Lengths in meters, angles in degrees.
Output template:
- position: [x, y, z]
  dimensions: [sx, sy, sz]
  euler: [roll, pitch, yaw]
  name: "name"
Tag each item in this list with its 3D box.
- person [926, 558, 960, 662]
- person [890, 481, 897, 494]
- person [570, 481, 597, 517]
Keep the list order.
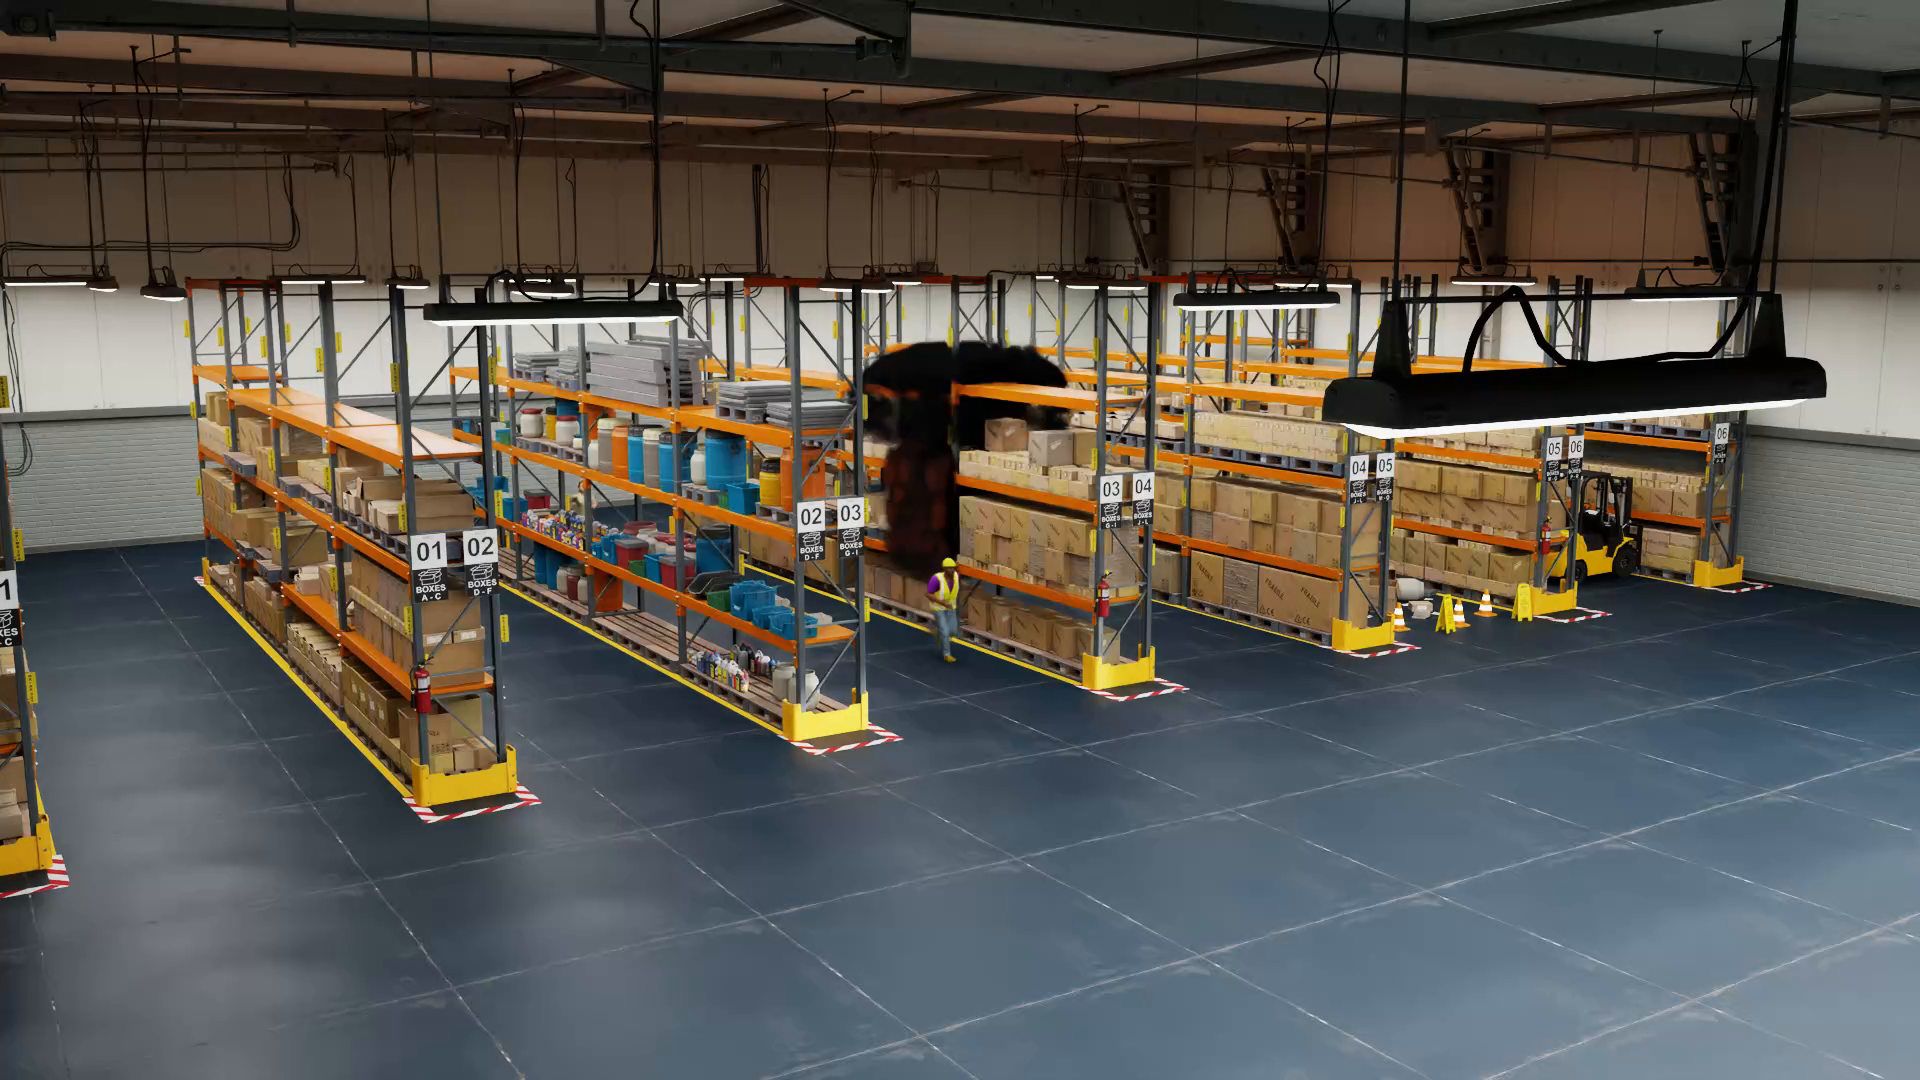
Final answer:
- position: [-0.259, 1.097, 26.431]
  dimensions: [0.685, 1.704, 0.749]
  euler: [-5, 11, -28]
  name: "person"
- position: [-1.608, -1.493, 41.980]
  dimensions: [0.768, 1.703, 0.617]
  euler: [1, 10, 5]
  name: "person"
- position: [-8.014, -0.424, 35.488]
  dimensions: [0.579, 1.700, 0.842]
  euler: [-7, 12, -34]
  name: "person"
